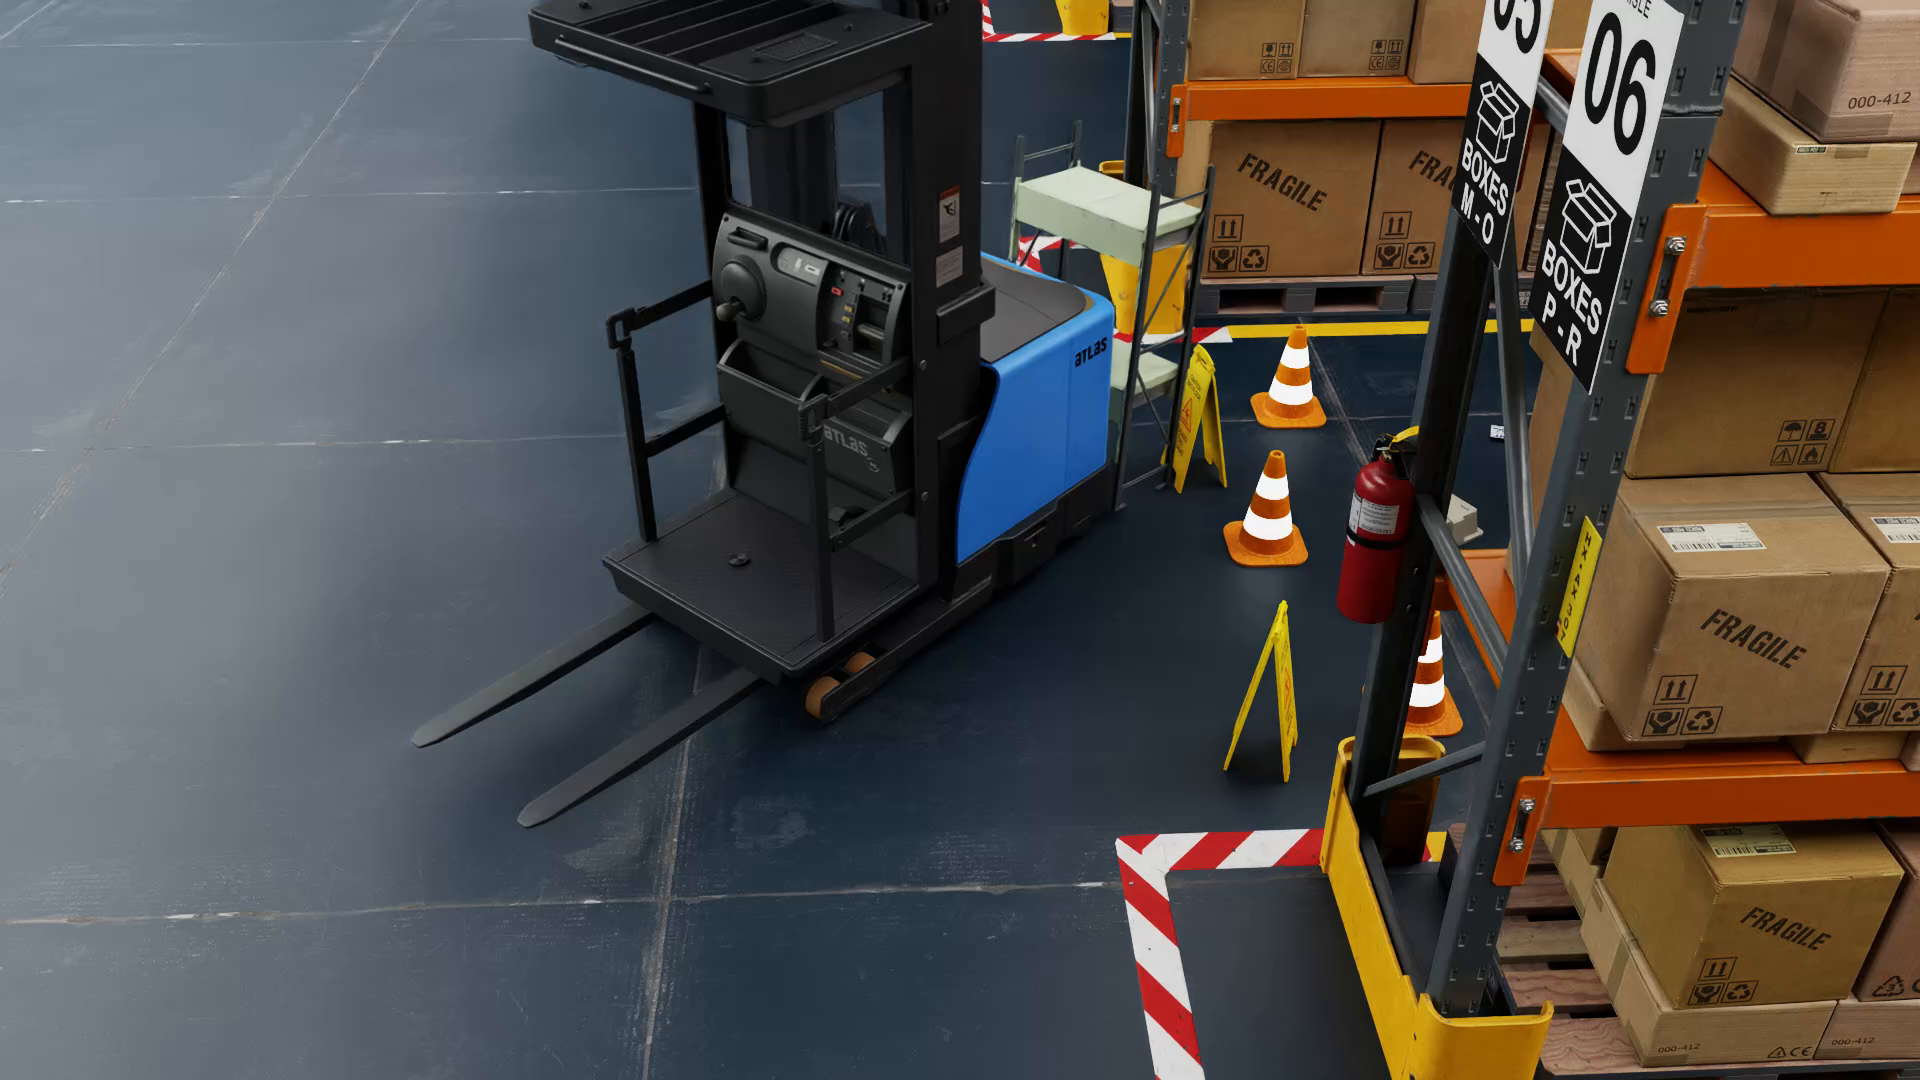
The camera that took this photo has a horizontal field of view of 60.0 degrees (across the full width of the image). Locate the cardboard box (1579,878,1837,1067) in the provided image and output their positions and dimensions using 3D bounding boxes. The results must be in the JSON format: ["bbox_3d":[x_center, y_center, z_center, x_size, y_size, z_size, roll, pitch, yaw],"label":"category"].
[{"bbox_3d":[2.166,1.247,4.860,0.500,0.250,0.500,-2,35,-3],"label":"cardboard box"}]

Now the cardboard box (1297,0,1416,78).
[{"bbox_3d":[1.929,-2.782,8.503,0.550,0.550,0.875,-2,35,-2],"label":"cardboard box"}]

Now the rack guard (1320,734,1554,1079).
[{"bbox_3d":[1.423,1.179,5.107,0.348,0.500,1.175,-2,35,-2],"label":"rack guard"}]

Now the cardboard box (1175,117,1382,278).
[{"bbox_3d":[1.687,-2.013,9.020,0.875,0.875,0.875,-1,35,-2],"label":"cardboard box"}]

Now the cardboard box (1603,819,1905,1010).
[{"bbox_3d":[2.190,0.937,4.648,0.500,0.500,0.500,-3,35,-4],"label":"cardboard box"}]

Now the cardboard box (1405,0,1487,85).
[{"bbox_3d":[2.494,-2.726,8.422,0.550,0.550,0.875,-2,35,-2],"label":"cardboard box"}]

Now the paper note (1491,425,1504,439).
[{"bbox_3d":[2.617,-0.512,7.965,0.142,0.017,0.144,10,36,14],"label":"paper note"}]

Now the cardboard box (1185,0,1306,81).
[{"bbox_3d":[1.381,-2.755,8.464,0.550,0.550,0.875,-2,35,-2],"label":"cardboard box"}]

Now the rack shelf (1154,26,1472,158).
[{"bbox_3d":[3.010,-2.416,8.737,4.000,0.370,1.077,-2,35,-2],"label":"rack shelf"}]

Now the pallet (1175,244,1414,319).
[{"bbox_3d":[1.807,-1.577,9.344,1.213,0.211,1.003,-2,35,-2],"label":"pallet"}]

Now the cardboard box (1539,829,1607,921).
[{"bbox_3d":[2.166,0.936,5.309,0.500,0.250,0.500,-2,35,-2],"label":"cardboard box"}]

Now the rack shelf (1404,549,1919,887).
[{"bbox_3d":[3.345,0.395,4.675,4.000,0.370,1.077,-2,35,-2],"label":"rack shelf"}]

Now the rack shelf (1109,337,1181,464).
[{"bbox_3d":[0.580,-0.701,7.479,0.720,0.370,0.431,29,39,35],"label":"rack shelf"}]

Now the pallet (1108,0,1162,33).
[{"bbox_3d":[1.768,-4.337,13.332,1.213,0.211,1.003,-2,35,-2],"label":"pallet"}]

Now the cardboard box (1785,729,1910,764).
[{"bbox_3d":[2.217,0.389,4.273,0.250,0.149,0.380,-3,35,-4],"label":"cardboard box"}]

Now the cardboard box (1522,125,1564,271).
[{"bbox_3d":[3.476,-2.061,9.090,0.875,0.875,0.875,-1,35,-2],"label":"cardboard box"}]

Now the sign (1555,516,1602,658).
[{"bbox_3d":[1.373,0.106,3.701,0.005,0.325,0.100,-2,35,-2],"label":"sign"}]

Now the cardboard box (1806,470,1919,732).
[{"bbox_3d":[2.351,0.119,4.093,0.500,0.500,0.500,-1,35,-1],"label":"cardboard box"}]

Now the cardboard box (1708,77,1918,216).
[{"bbox_3d":[1.694,-0.801,3.357,0.250,0.149,0.380,-2,35,-2],"label":"cardboard box"}]

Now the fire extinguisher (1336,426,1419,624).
[{"bbox_3d":[1.211,-0.074,4.789,0.183,0.674,0.296,-2,35,-2],"label":"fire extinguisher"}]

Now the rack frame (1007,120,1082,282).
[{"bbox_3d":[0.339,-1.126,7.520,0.023,1.500,0.400,29,39,35],"label":"rack frame"}]

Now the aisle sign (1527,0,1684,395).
[{"bbox_3d":[1.300,-0.738,3.396,0.004,0.787,0.394,-2,35,-2],"label":"aisle sign"}]

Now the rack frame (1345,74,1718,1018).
[{"bbox_3d":[1.348,0.153,4.393,0.127,3.000,1.000,-2,35,-2],"label":"rack frame"}]

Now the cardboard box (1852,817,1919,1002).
[{"bbox_3d":[2.712,0.921,4.672,0.500,0.500,0.500,-3,35,-4],"label":"cardboard box"}]

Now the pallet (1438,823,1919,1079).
[{"bbox_3d":[2.237,1.296,5.192,1.213,0.211,1.003,-2,35,-2],"label":"pallet"}]

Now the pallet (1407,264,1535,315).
[{"bbox_3d":[3.023,-1.608,9.389,1.213,0.211,1.003,-2,35,-2],"label":"pallet"}]

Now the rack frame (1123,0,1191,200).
[{"bbox_3d":[1.012,-2.658,8.455,0.127,3.000,1.000,-2,35,-2],"label":"rack frame"}]

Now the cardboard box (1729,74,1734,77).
[{"bbox_3d":[1.691,-1.145,3.854,0.250,0.149,0.380,-1,35,-2],"label":"cardboard box"}]

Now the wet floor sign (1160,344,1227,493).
[{"bbox_3d":[1.077,-0.563,7.497,0.232,0.644,0.267,-7,35,-10],"label":"wet floor sign"}]

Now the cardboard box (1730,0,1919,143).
[{"bbox_3d":[1.862,-1.003,3.298,0.500,0.250,0.500,-2,35,-3],"label":"cardboard box"}]

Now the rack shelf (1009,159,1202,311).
[{"bbox_3d":[0.626,-1.313,7.109,0.720,0.370,0.431,29,39,35],"label":"rack shelf"}]

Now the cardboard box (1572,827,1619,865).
[{"bbox_3d":[2.136,0.633,5.088,0.500,0.500,0.500,-1,35,-2],"label":"cardboard box"}]

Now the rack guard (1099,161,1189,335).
[{"bbox_3d":[0.988,-1.629,9.165,0.348,0.500,1.175,-2,35,-2],"label":"rack guard"}]

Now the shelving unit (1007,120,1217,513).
[{"bbox_3d":[0.601,-0.979,7.310,0.755,1.500,0.431,29,39,35],"label":"shelving unit"}]

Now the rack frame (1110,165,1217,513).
[{"bbox_3d":[0.862,-0.833,7.100,0.023,1.500,0.400,29,39,35],"label":"rack frame"}]

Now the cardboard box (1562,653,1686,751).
[{"bbox_3d":[1.697,0.365,4.307,0.250,0.149,0.380,-1,35,-2],"label":"cardboard box"}]

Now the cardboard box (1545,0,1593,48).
[{"bbox_3d":[3.022,-2.764,8.476,0.500,0.550,0.875,-2,35,-2],"label":"cardboard box"}]

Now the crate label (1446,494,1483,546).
[{"bbox_3d":[2.106,-0.093,7.264,0.298,0.136,0.250,-20,39,-26],"label":"crate label"}]

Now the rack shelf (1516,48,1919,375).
[{"bbox_3d":[3.345,-0.838,3.822,4.000,0.370,1.077,-2,35,-2],"label":"rack shelf"}]

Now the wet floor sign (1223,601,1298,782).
[{"bbox_3d":[1.107,0.518,5.934,0.232,0.644,0.267,10,36,14],"label":"wet floor sign"}]

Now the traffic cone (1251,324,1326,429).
[{"bbox_3d":[1.610,-0.822,8.031,0.334,0.463,0.336,-2,35,-2],"label":"traffic cone"}]

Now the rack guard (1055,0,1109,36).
[{"bbox_3d":[0.954,-4.454,13.247,0.348,0.500,1.175,-2,35,-2],"label":"rack guard"}]

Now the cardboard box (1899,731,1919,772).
[{"bbox_3d":[2.473,0.408,4.245,0.250,0.149,0.380,-1,35,-1],"label":"cardboard box"}]

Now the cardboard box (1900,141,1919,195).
[{"bbox_3d":[1.952,-0.859,3.441,0.250,0.149,0.380,-3,35,-4],"label":"cardboard box"}]

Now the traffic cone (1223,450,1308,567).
[{"bbox_3d":[1.324,-0.170,7.089,0.334,0.463,0.336,-2,35,-2],"label":"traffic cone"}]

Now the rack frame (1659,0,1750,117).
[{"bbox_3d":[1.348,-2.314,2.686,0.127,3.000,1.000,-2,35,-2],"label":"rack frame"}]

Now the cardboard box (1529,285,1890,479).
[{"bbox_3d":[1.848,-0.559,4.194,0.500,0.500,0.700,-2,35,-3],"label":"cardboard box"}]

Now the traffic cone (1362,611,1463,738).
[{"bbox_3d":[1.716,0.452,6.191,0.334,0.463,0.336,-2,35,-2],"label":"traffic cone"}]

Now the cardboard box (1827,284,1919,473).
[{"bbox_3d":[2.353,-0.569,4.208,0.500,0.500,0.700,-1,35,-2],"label":"cardboard box"}]

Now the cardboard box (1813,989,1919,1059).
[{"bbox_3d":[2.677,1.237,4.874,0.500,0.250,0.500,0,35,-1],"label":"cardboard box"}]

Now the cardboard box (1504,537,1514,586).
[{"bbox_3d":[1.711,0.125,4.654,0.250,0.149,0.380,0,35,-1],"label":"cardboard box"}]

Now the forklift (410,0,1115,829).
[{"bbox_3d":[-0.693,-0.848,5.900,1.130,2.935,3.031,26,42,32],"label":"forklift"}]

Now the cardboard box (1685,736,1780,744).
[{"bbox_3d":[1.948,0.350,4.329,0.250,0.149,0.380,-1,35,-2],"label":"cardboard box"}]

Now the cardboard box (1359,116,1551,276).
[{"bbox_3d":[2.565,-2.038,9.056,0.875,0.875,0.875,-2,35,-3],"label":"cardboard box"}]

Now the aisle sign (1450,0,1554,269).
[{"bbox_3d":[1.272,-1.079,3.889,0.004,0.787,0.394,-2,35,-2],"label":"aisle sign"}]

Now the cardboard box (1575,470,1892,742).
[{"bbox_3d":[1.834,0.135,4.070,0.500,0.500,0.500,-2,35,-3],"label":"cardboard box"}]

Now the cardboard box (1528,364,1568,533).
[{"bbox_3d":[1.877,-0.181,4.527,0.500,0.500,0.500,-2,35,-3],"label":"cardboard box"}]
